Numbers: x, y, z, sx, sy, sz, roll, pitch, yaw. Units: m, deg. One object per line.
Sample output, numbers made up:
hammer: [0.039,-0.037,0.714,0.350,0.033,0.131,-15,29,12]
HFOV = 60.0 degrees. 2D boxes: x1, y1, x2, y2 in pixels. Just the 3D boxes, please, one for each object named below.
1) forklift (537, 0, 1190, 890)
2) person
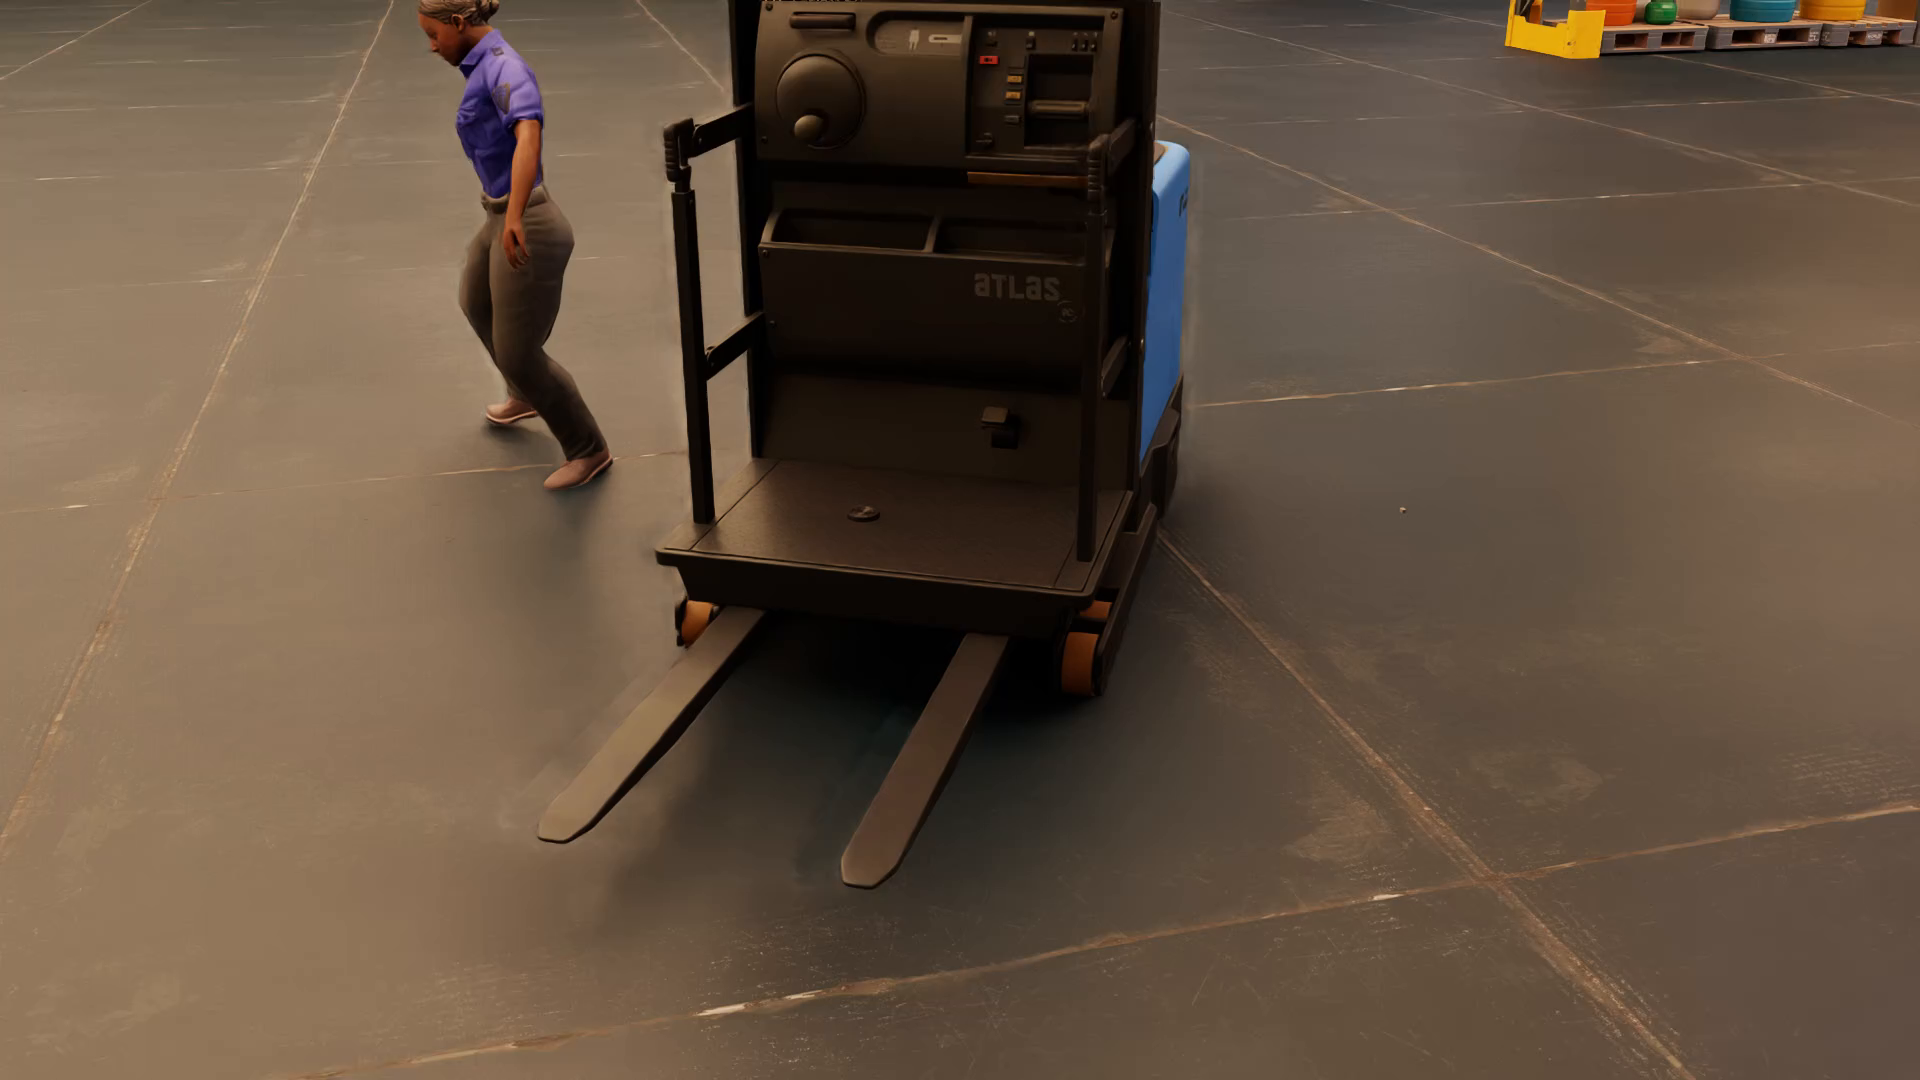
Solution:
forklift: [-0.111,-1.122,3.946,1.130,2.935,3.031,6,24,13]
person: [-1.429,-0.976,5.369,0.444,1.591,1.021,-8,24,-18]
